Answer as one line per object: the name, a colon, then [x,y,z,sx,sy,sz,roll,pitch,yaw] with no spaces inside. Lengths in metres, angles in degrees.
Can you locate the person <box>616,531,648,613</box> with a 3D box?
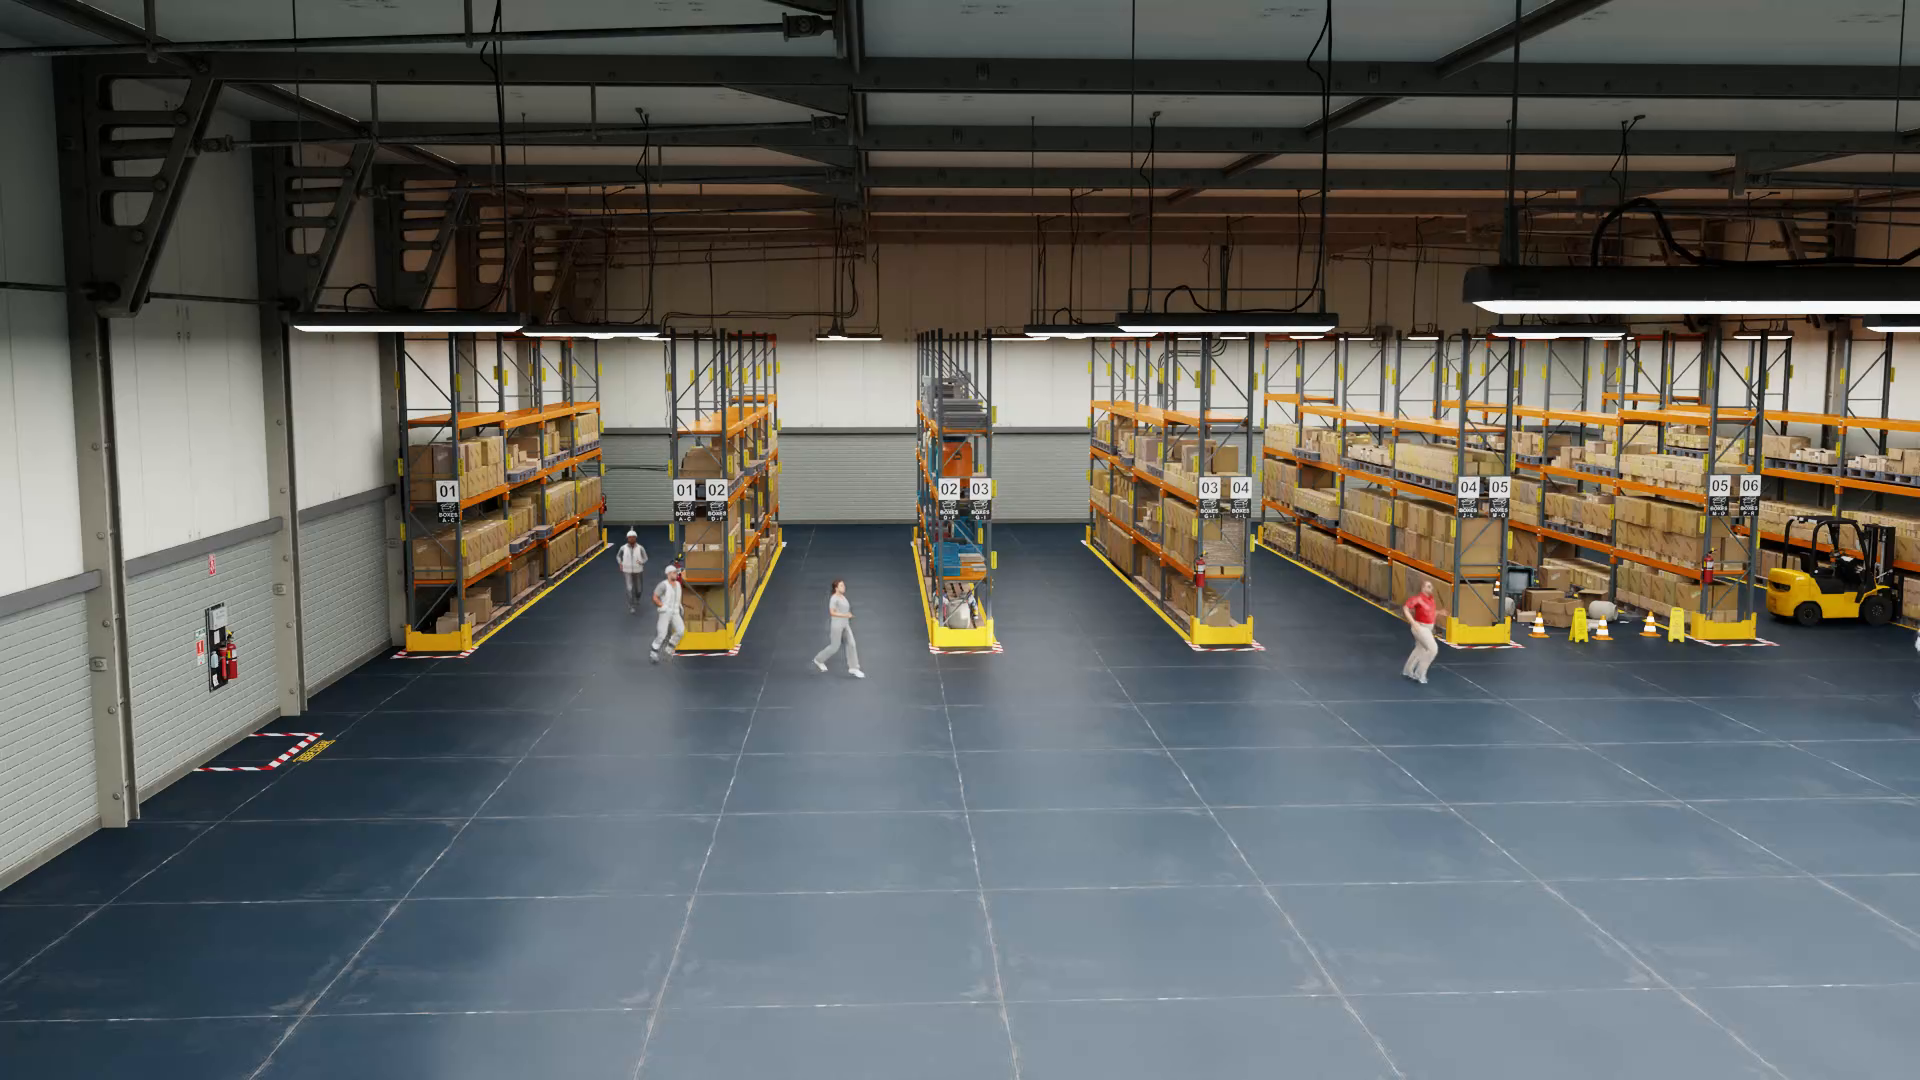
person: [-7.017,0.671,35.596,0.668,1.739,0.803,-2,7,-13]

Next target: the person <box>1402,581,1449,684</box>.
person: [7.903,1.571,28.255,0.747,1.783,0.626,5,8,36]

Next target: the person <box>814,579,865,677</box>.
person: [-2.096,1.511,28.714,0.954,1.684,0.578,3,7,24]

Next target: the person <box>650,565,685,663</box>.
person: [-5.210,1.332,29.946,0.628,1.747,0.719,7,9,44]
